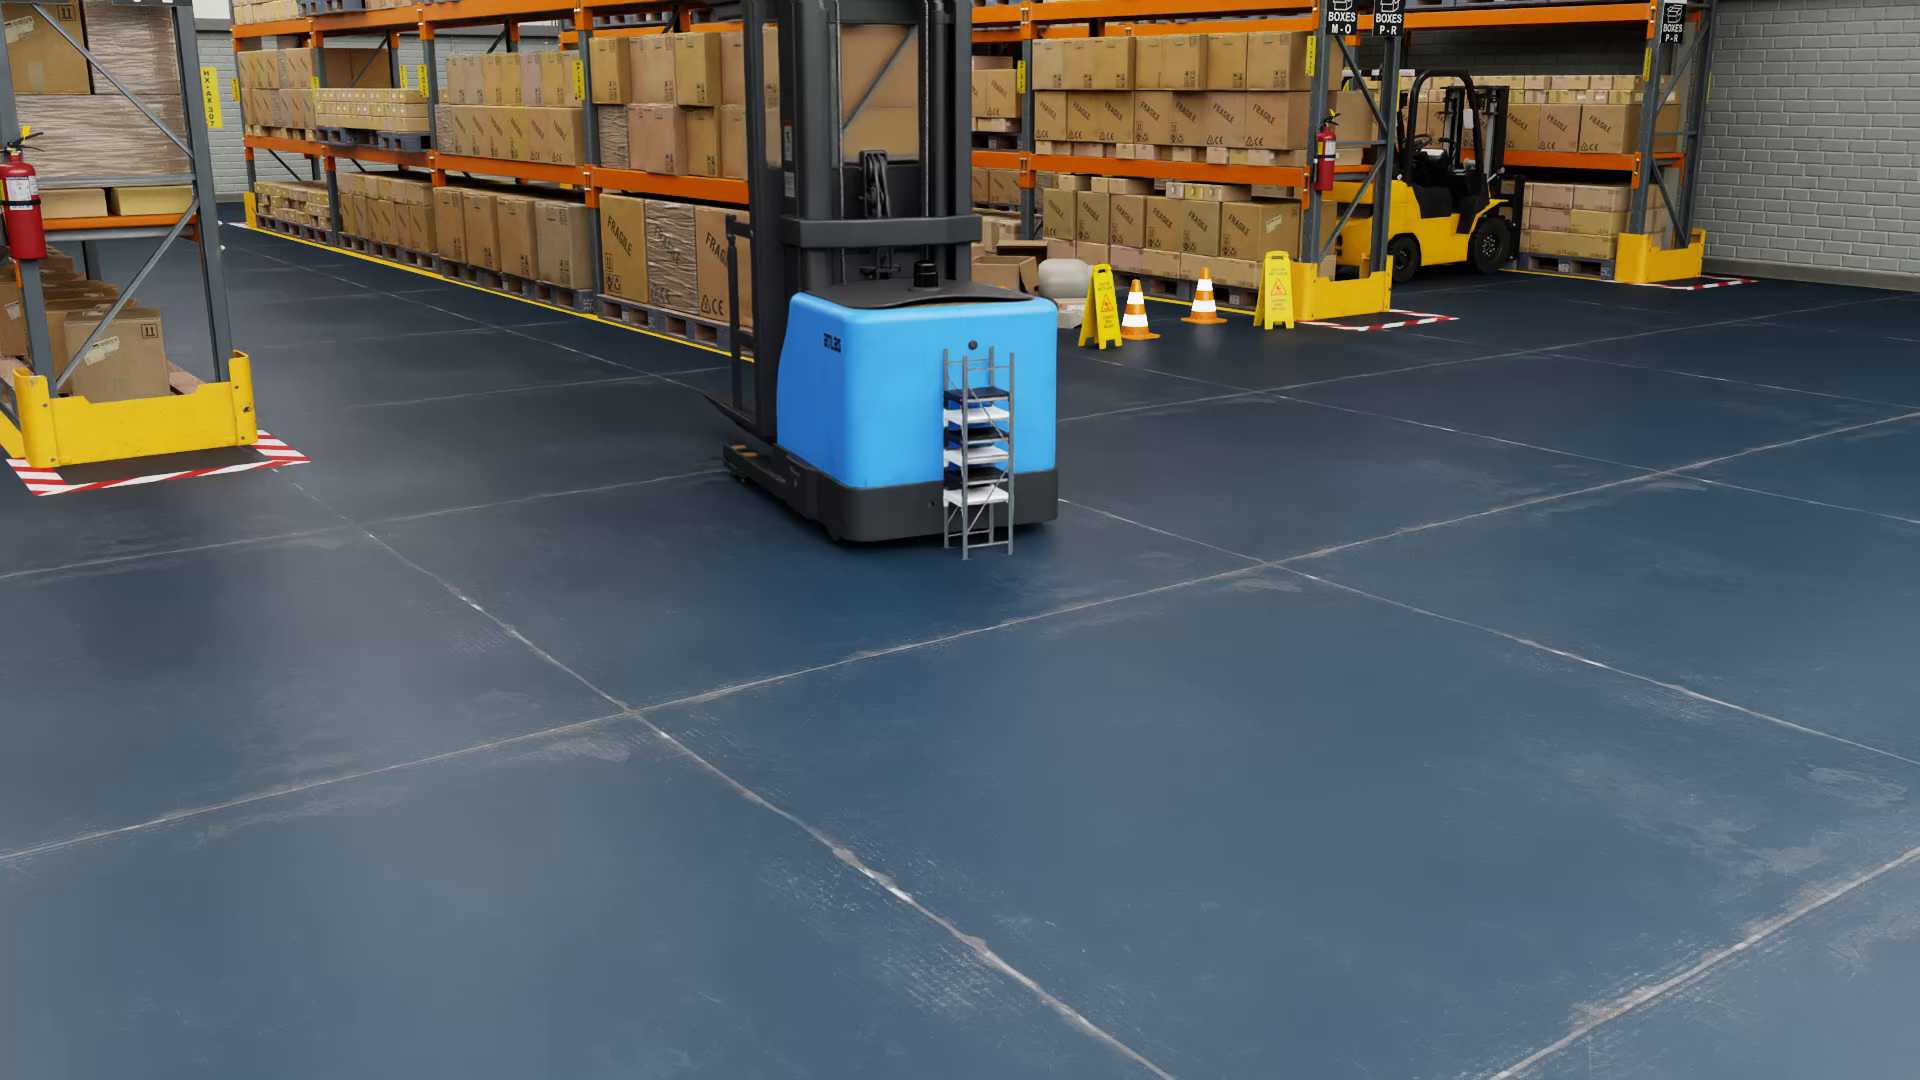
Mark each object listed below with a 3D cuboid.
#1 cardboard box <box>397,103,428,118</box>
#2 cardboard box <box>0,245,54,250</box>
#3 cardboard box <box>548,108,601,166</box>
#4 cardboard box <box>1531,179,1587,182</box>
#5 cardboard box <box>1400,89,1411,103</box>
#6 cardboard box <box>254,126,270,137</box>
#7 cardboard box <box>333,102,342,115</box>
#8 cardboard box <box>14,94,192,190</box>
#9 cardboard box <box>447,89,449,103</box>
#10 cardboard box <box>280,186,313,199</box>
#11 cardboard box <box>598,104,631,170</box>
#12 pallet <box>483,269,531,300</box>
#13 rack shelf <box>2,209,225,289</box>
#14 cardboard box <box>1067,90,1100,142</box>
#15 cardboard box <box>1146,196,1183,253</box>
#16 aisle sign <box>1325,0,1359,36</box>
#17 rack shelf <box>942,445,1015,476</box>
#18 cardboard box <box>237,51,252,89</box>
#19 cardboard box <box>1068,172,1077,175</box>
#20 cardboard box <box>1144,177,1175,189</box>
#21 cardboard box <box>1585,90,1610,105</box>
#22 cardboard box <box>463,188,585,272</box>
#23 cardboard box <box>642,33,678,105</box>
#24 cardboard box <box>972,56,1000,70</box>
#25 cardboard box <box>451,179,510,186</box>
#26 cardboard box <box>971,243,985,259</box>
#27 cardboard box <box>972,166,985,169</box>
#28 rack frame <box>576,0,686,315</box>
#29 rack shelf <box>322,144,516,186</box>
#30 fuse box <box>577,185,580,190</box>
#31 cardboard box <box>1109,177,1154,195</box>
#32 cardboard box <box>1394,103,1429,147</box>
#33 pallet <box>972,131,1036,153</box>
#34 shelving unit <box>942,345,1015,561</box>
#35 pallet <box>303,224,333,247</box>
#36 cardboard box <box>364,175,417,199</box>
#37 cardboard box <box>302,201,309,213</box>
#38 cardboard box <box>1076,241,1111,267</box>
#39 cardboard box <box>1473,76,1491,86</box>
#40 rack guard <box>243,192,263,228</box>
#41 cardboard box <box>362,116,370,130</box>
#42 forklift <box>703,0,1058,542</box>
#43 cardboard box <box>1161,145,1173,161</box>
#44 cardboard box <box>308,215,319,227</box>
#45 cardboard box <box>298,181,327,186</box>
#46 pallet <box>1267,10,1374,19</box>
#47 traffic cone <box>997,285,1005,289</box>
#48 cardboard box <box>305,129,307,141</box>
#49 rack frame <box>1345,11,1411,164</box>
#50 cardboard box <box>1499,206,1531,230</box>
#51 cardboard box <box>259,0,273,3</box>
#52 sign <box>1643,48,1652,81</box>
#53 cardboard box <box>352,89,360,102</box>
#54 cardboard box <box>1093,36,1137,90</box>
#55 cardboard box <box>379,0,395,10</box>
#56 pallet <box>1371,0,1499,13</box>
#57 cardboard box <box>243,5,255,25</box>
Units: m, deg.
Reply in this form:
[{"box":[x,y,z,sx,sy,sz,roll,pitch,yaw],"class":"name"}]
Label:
[{"box":[-5.870,-4.655,18.019,0.380,0.149,0.250,-10,18,-33],"class":"cardboard box"},{"box":[-7.868,-2.158,13.680,0.700,0.500,0.500,-13,20,-39],"class":"cardboard box"},{"box":[-3.382,-3.659,15.075,0.500,0.500,0.500,-11,19,-35],"class":"cardboard box"},{"box":[6.739,-3.953,18.857,0.500,0.250,0.500,-11,19,-35],"class":"cardboard box"},{"box":[5.402,-5.248,19.651,0.380,0.149,0.250,-11,19,-35],"class":"cardboard box"},{"box":[-9.691,-5.749,23.374,0.380,0.149,0.250,-12,19,-36],"class":"cardboard box"},{"box":[-7.244,-5.153,19.839,0.380,0.149,0.250,-12,19,-37],"class":"cardboard box"},{"box":[-4.880,-2.252,9.370,0.875,0.500,0.500,-11,19,-35],"class":"cardboard box"},{"box":[-5.486,-4.949,18.531,0.380,0.149,0.250,-11,19,-36],"class":"cardboard box"},{"box":[-9.092,-4.775,22.820,0.380,0.149,0.250,-11,19,-34],"class":"cardboard box"},{"box":[-2.632,-3.537,14.531,0.875,0.550,0.550,-11,19,-35],"class":"cardboard box"},{"box":[-4.095,-2.610,16.712,1.003,0.211,1.213,-11,19,-35],"class":"pallet"},{"box":[-5.754,-2.019,10.633,1.077,0.370,4.000,-11,19,-35],"class":"rack shelf"},{"box":[1.433,-4.282,16.786,0.500,0.500,0.500,-11,19,-35],"class":"cardboard box"},{"box":[2.155,-3.065,16.086,0.500,0.500,0.500,-11,19,-36],"class":"cardboard box"},{"box":[3.239,-4.673,14.042,0.394,0.787,0.004,-11,19,-35],"class":"aisle sign"},{"box":[0.080,-0.348,7.268,0.258,0.077,0.200,-7,17,-23],"class":"rack shelf"},{"box":[-9.865,-6.640,23.509,0.500,0.500,0.500,-11,19,-35],"class":"cardboard box"},{"box":[1.828,-5.512,24.745,0.380,0.149,0.250,-10,18,-33],"class":"cardboard box"},{"box":[3.102,-4.878,23.421,0.875,0.625,0.625,-10,18,-33],"class":"cardboard box"},{"box":[6.846,-4.690,17.611,0.380,0.149,0.250,-11,18,-34],"class":"cardboard box"},{"box":[-4.409,-3.183,16.988,1.050,0.750,0.750,-11,19,-34],"class":"cardboard box"},{"box":[-2.046,-3.814,13.500,0.875,0.550,0.550,-11,19,-35],"class":"cardboard box"},{"box":[0.216,-5.247,18.287,0.380,0.149,0.250,-12,19,-36],"class":"cardboard box"},{"box":[-5.420,-3.939,18.804,0.500,0.250,0.500,-12,19,-37],"class":"cardboard box"},{"box":[-0.200,-2.519,15.569,0.797,0.637,0.503,-11,19,-35],"class":"cardboard box"},{"box":[0.390,-6.002,26.536,0.380,0.149,0.250,-10,18,-32],"class":"cardboard box"},{"box":[-2.859,-3.541,14.832,1.000,3.000,0.127,-11,19,-35],"class":"rack frame"},{"box":[-6.387,-4.475,19.608,1.077,0.370,4.000,-11,19,-35],"class":"rack shelf"},{"box":[-7.519,-7.767,32.714,0.539,1.711,0.414,-11,19,-35],"class":"fuse box"},{"box":[1.703,-3.512,16.488,0.380,0.149,0.250,-10,18,-31],"class":"cardboard box"},{"box":[5.468,-4.907,19.632,0.500,0.500,0.500,-10,18,-34],"class":"cardboard box"},{"box":[0.754,-4.424,18.422,1.003,0.211,1.213,-11,19,-35],"class":"pallet"},{"box":[0.080,-0.380,7.259,0.258,0.900,0.210,-7,17,-23],"class":"shelving unit"},{"box":[-7.986,-4.042,21.946,1.003,0.211,1.213,-11,19,-35],"class":"pallet"},{"box":[-6.731,-4.186,19.709,0.500,0.250,0.500,-10,18,-32],"class":"cardboard box"},{"box":[-8.580,-4.469,22.263,0.380,0.149,0.250,-10,18,-33],"class":"cardboard box"},{"box":[1.537,-2.927,17.002,0.500,0.250,0.500,-10,18,-31],"class":"cardboard box"},{"box":[6.028,-5.180,18.837,0.380,0.149,0.250,-11,19,-34],"class":"cardboard box"},{"box":[-9.870,-4.882,24.465,1.175,0.500,0.348,-11,19,-35],"class":"rack guard"},{"box":[-6.623,-4.785,19.059,0.380,0.149,0.250,-10,18,-33],"class":"cardboard box"},{"box":[-0.608,-1.748,8.412,1.130,2.935,3.031,-7,17,-23],"class":"forklift"},{"box":[2.162,-3.732,16.005,0.380,0.149,0.250,-11,19,-35],"class":"cardboard box"},{"box":[-8.362,-4.223,21.927,0.380,0.149,0.250,-12,19,-36],"class":"cardboard box"},{"box":[-9.297,-5.082,23.939,0.380,0.149,0.250,-10,18,-33],"class":"cardboard box"},{"box":[4.569,-6.643,20.846,0.805,0.209,1.217,-12,19,-37],"class":"pallet"},{"box":[0.329,-1.797,13.266,0.336,0.463,0.334,-11,19,-35],"class":"traffic cone"},{"box":[-8.268,-5.257,21.579,0.380,0.149,0.250,-10,18,-32],"class":"cardboard box"},{"box":[5.098,-5.102,20.536,1.000,3.000,0.127,-11,19,-35],"class":"rack frame"},{"box":[6.305,-3.637,18.648,0.500,0.250,0.500,-11,19,-36],"class":"cardboard box"},{"box":[-8.973,-7.256,22.061,0.500,0.250,0.500,-12,19,-37],"class":"cardboard box"},{"box":[7.003,-4.840,16.935,0.100,0.325,0.005,-11,19,-35],"class":"sign"},{"box":[-6.781,-5.129,19.188,0.380,0.149,0.250,-10,18,-33],"class":"cardboard box"},{"box":[1.725,-4.654,16.250,0.700,0.500,0.500,-11,19,-36],"class":"cardboard box"},{"box":[-6.057,-6.078,18.228,0.500,0.500,0.500,-11,19,-35],"class":"cardboard box"},{"box":[5.621,-6.328,19.501,1.003,0.211,1.213,-11,19,-35],"class":"pallet"},{"box":[-9.551,-7.229,22.910,0.500,0.250,0.500,-10,18,-33],"class":"cardboard box"}]
